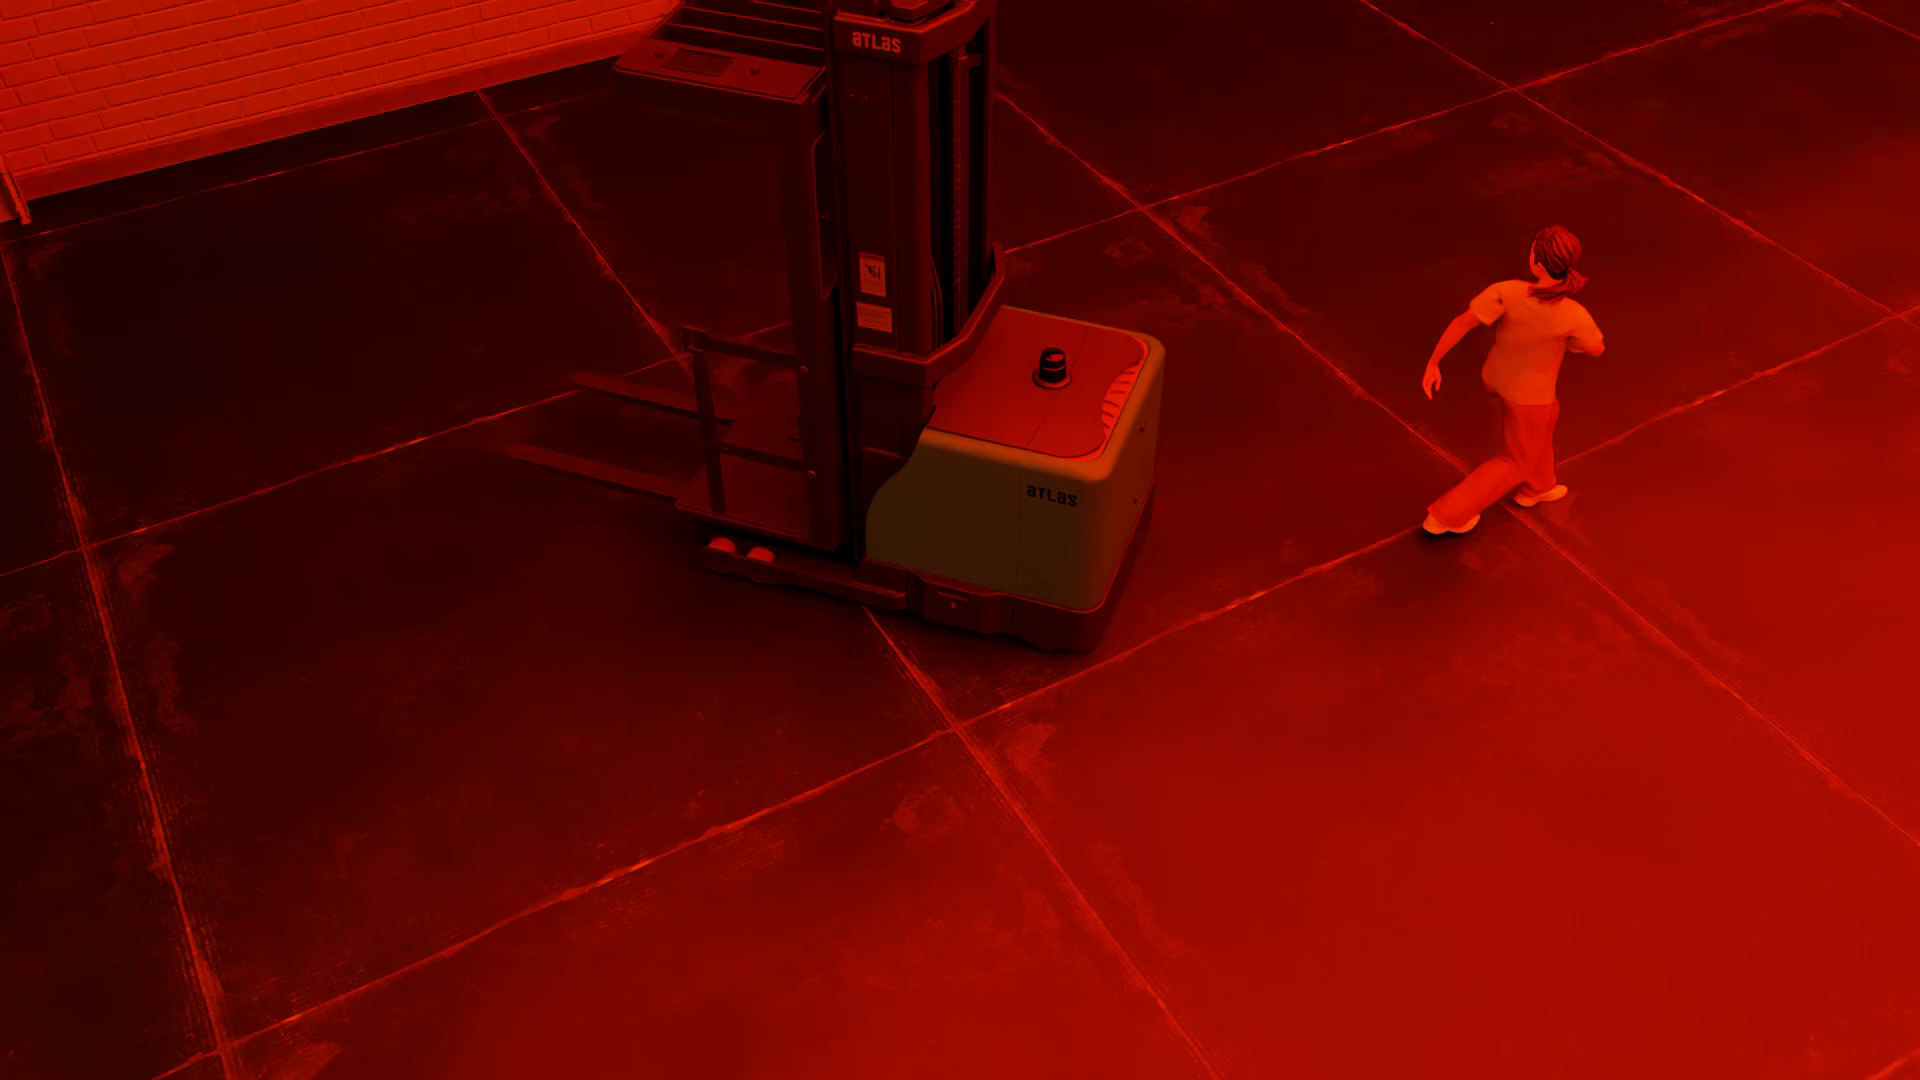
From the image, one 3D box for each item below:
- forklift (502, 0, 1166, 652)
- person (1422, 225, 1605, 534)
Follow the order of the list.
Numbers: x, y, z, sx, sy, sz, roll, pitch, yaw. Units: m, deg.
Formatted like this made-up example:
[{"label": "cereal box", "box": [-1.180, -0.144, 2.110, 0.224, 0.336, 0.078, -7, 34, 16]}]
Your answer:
[{"label": "forklift", "box": [-0.665, -1.200, 6.992, 3.031, 2.935, 1.130, 14, 45, 14]}, {"label": "person", "box": [2.539, -0.706, 7.471, 0.903, 1.605, 0.471, -21, 47, -21]}]
